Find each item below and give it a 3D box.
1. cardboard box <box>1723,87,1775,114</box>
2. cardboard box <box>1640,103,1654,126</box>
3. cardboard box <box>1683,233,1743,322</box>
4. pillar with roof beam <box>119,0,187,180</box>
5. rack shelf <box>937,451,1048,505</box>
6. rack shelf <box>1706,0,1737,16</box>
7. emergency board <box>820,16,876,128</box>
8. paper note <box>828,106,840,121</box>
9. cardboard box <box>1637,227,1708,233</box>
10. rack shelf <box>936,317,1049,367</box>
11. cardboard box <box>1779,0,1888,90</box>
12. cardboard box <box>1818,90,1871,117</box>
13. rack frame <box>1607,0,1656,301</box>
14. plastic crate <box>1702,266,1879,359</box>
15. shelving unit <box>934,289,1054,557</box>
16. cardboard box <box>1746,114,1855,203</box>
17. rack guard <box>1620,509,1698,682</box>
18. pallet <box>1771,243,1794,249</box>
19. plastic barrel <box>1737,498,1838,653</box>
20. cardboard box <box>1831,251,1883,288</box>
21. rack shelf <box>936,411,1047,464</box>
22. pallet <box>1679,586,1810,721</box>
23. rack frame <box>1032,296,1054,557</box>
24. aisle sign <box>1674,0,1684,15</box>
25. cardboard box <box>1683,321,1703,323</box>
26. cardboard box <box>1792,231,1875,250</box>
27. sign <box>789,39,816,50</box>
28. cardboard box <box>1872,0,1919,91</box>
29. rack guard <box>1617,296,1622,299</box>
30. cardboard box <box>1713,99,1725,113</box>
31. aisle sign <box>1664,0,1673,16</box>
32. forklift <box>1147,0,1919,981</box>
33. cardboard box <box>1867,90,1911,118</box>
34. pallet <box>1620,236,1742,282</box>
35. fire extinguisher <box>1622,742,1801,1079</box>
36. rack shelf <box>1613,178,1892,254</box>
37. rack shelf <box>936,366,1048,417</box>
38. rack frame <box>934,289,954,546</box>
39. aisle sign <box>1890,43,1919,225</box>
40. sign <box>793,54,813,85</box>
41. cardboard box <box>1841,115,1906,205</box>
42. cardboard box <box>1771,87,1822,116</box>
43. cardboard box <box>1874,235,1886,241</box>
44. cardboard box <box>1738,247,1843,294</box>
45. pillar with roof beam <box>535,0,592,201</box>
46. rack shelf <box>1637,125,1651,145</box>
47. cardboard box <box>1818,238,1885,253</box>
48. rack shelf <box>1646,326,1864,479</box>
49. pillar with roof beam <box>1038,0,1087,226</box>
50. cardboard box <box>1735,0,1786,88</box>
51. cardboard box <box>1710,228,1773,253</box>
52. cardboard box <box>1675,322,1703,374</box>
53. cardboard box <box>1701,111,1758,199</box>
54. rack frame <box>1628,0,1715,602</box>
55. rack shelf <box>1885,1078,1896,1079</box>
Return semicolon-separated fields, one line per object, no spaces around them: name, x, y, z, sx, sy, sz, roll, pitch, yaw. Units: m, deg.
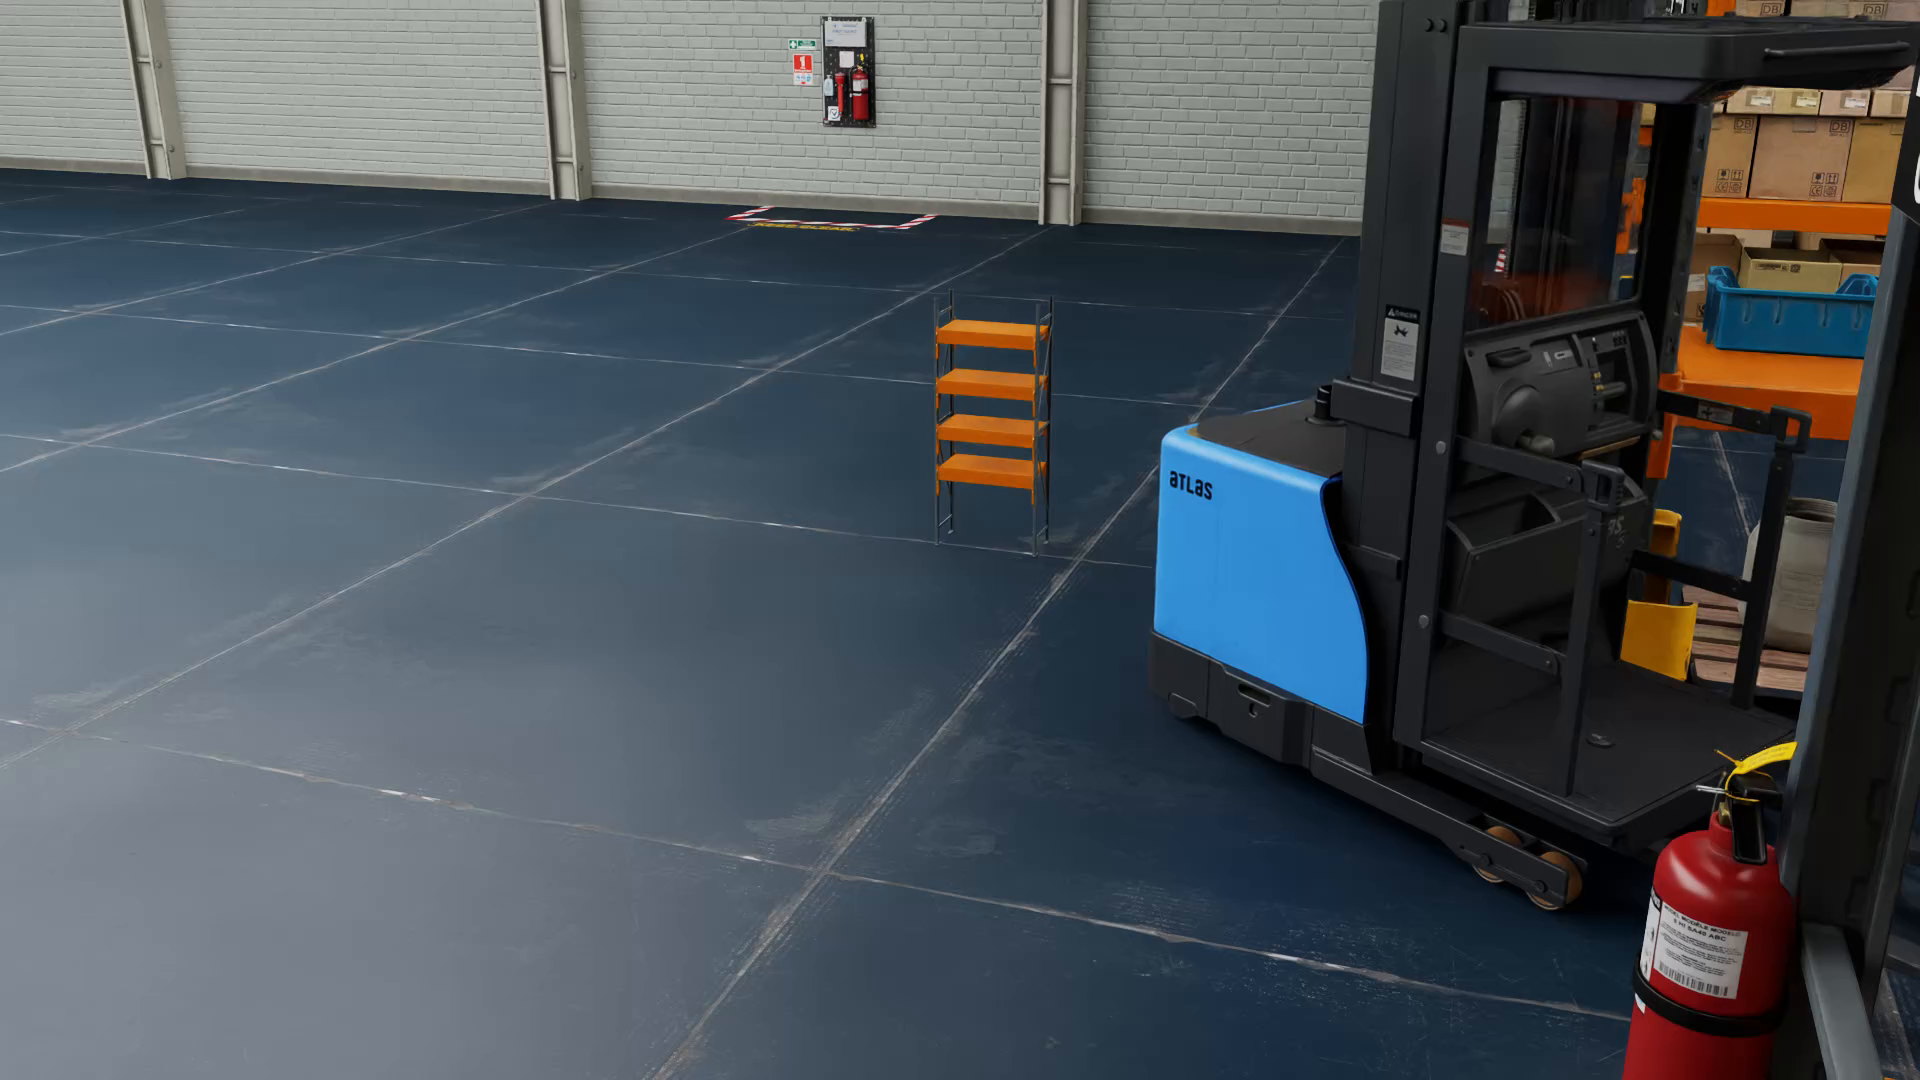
cardboard box;4.725;-2.650;9.983;0.250;0.149;0.380;6;20;17
cardboard box;6.154;-3.761;14.506;0.500;0.250;0.500;6;20;16
cardboard box;4.779;-1.722;10.859;0.500;0.500;0.500;7;20;18
pillar with roof beam;-11.674;-7.606;16.224;0.400;9.000;9.100;7;20;18
rack shelf;0.156;-0.298;7.915;0.480;0.148;0.258;7;20;18
rack shelf;4.435;-1.754;5.087;4.000;0.370;1.077;7;20;18
emergency board;-1.247;-5.094;18.133;0.643;1.169;0.194;7;20;18
paper note;-1.392;-4.719;18.394;0.142;0.148;0.016;7;20;18
cardboard box;6.421;-2.809;14.995;0.500;0.311;0.500;4;20;12
rack shelf;0.156;-0.920;7.698;0.480;0.148;0.258;7;20;18
cardboard box;5.160;-2.978;9.939;0.500;0.500;0.700;6;20;17
cardboard box;5.198;-2.594;9.824;0.250;0.149;0.380;6;20;17
rack frame;4.175;-2.433;10.499;0.127;3.000;1.000;7;20;18
plastic crate;3.117;-0.862;6.219;0.616;0.251;0.499;7;20;18
shelving unit;0.156;-0.549;7.827;0.503;1.200;0.258;7;20;18
cardboard box;5.109;-2.371;10.168;0.500;0.500;0.700;7;20;19
rack guard;2.633;0.280;6.512;0.348;0.500;1.175;7;20;18
pallet;7.773;-2.418;14.692;1.213;0.211;1.003;7;20;18
plastic barrel;3.193;0.130;6.287;0.421;0.512;0.421;0;19;0
cardboard box;5.558;-1.457;10.098;0.500;0.500;0.500;7;20;18
rack shelf;0.156;-0.485;7.850;0.480;0.148;0.258;7;20;18
pallet;3.399;0.506;6.303;1.213;0.211;1.003;7;20;18
rack frame;0.387;-0.522;7.752;0.015;1.200;0.240;7;20;18
aisle sign;2.382;-2.038;5.415;0.004;0.787;0.394;7;20;18
cardboard box;4.779;-1.367;10.980;0.500;0.250;0.500;7;20;18
cardboard box;7.636;-2.742;14.515;0.500;0.500;0.700;5;20;15
sign;-1.734;-5.450;18.294;0.331;0.109;0.001;7;20;18
cardboard box;5.637;-2.924;9.783;0.500;0.500;0.700;7;20;18
rack guard;4.152;-1.255;10.918;0.348;0.500;1.175;7;20;18
cardboard box;4.475;-2.677;10.062;0.250;0.149;0.380;6;20;18
aisle sign;2.575;-2.221;5.942;0.004;0.787;0.394;7;20;18
forklift;1.990;-0.471;4.974;1.130;2.935;3.031;-14;24;-34
cardboard box;5.451;-2.566;9.744;0.250;0.149;0.380;6;20;16
pallet;6.625;-2.550;15.071;1.213;0.211;1.003;7;20;18
fire extinguisher;0.964;0.527;2.124;0.183;0.674;0.296;7;20;18
rack shelf;6.064;-1.877;9.998;4.000;0.370;1.077;7;20;18
rack shelf;0.156;-0.696;7.776;0.480;0.148;0.258;7;20;18
rack frame;-0.074;-0.575;7.903;0.015;1.200;0.240;7;20;18
aisle sign;0.961;-0.681;1.523;0.004;0.787;0.394;7;20;18
sign;-1.736;-5.203;18.390;0.234;0.329;0.001;7;20;18
cardboard box;5.577;-2.315;10.009;0.500;0.500;0.700;7;20;18
cardboard box;4.961;-2.622;9.905;0.250;0.149;0.380;7;20;18
cardboard box;8.071;-2.582;14.590;0.250;0.149;0.380;5;20;14
cardboard box;5.082;-1.507;10.242;0.500;0.500;0.500;7;20;18
pillar with roof beam;-6.006;-6.958;14.365;0.400;9.000;9.100;7;20;18
rack shelf;7.686;-3.418;14.418;4.000;0.370;1.077;7;20;18
cardboard box;5.729;-1.618;10.562;0.500;0.500;0.500;7;20;18
rack shelf;4.435;-0.338;5.581;4.000;0.370;1.077;7;20;18
pillar with roof beam;-0.338;-6.310;12.506;0.400;9.000;9.100;7;20;18
cardboard box;4.662;-3.033;10.097;0.500;0.500;0.700;7;20;18
cardboard box;6.960;-2.748;14.818;0.500;0.311;0.500;8;21;23
cardboard box;4.609;-1.206;10.518;0.500;0.250;0.500;7;20;18
cardboard box;4.612;-2.426;10.327;0.500;0.500;0.700;7;20;18
rack frame;2.546;-0.893;6.082;0.127;3.000;1.000;7;20;18
rack shelf;2.810;1.202;1.163;4.000;0.370;1.077;7;20;18
